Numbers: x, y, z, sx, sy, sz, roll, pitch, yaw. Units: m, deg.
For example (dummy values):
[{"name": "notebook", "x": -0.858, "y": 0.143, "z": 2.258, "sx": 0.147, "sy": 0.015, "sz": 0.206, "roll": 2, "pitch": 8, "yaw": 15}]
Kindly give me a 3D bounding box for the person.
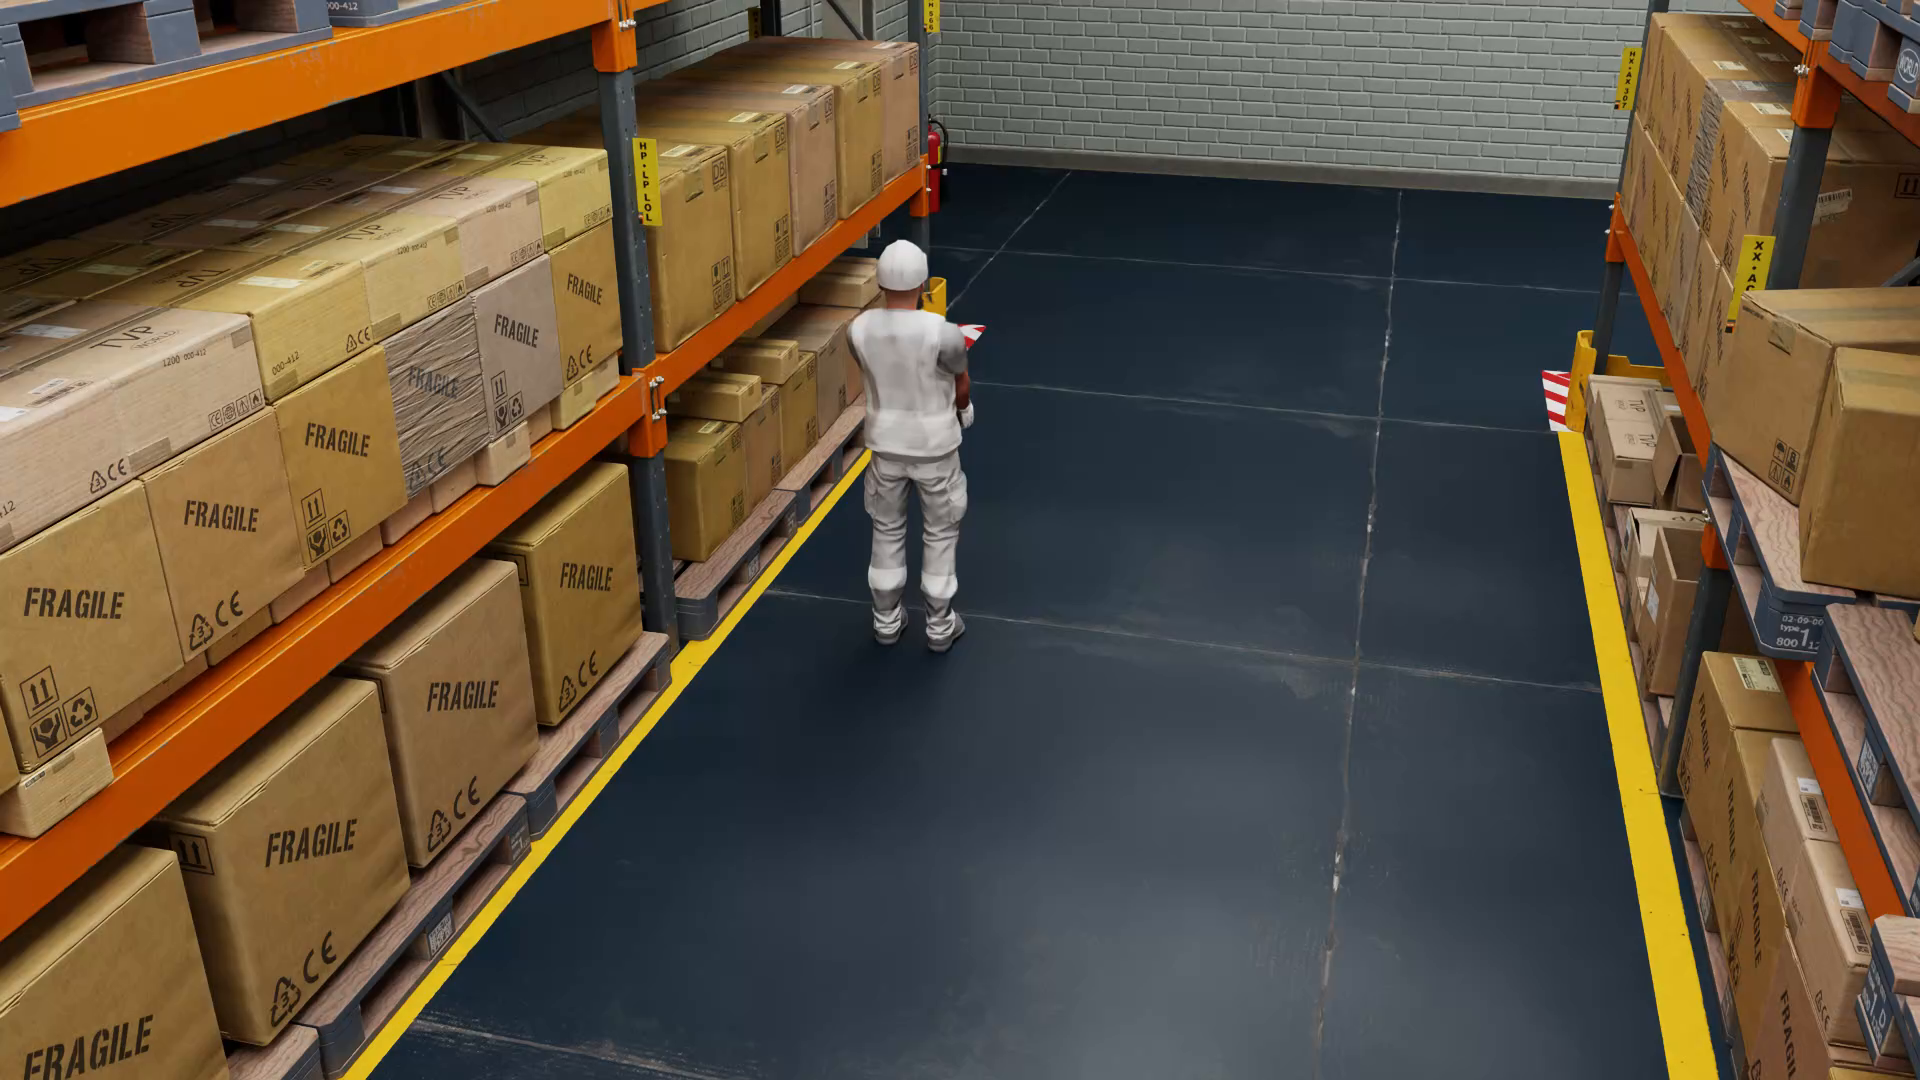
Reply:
[{"name": "person", "x": -0.180, "y": -0.420, "z": 6.982, "sx": 0.494, "sy": 1.784, "sz": 0.565, "roll": 7, "pitch": 26, "yaw": 14}]
